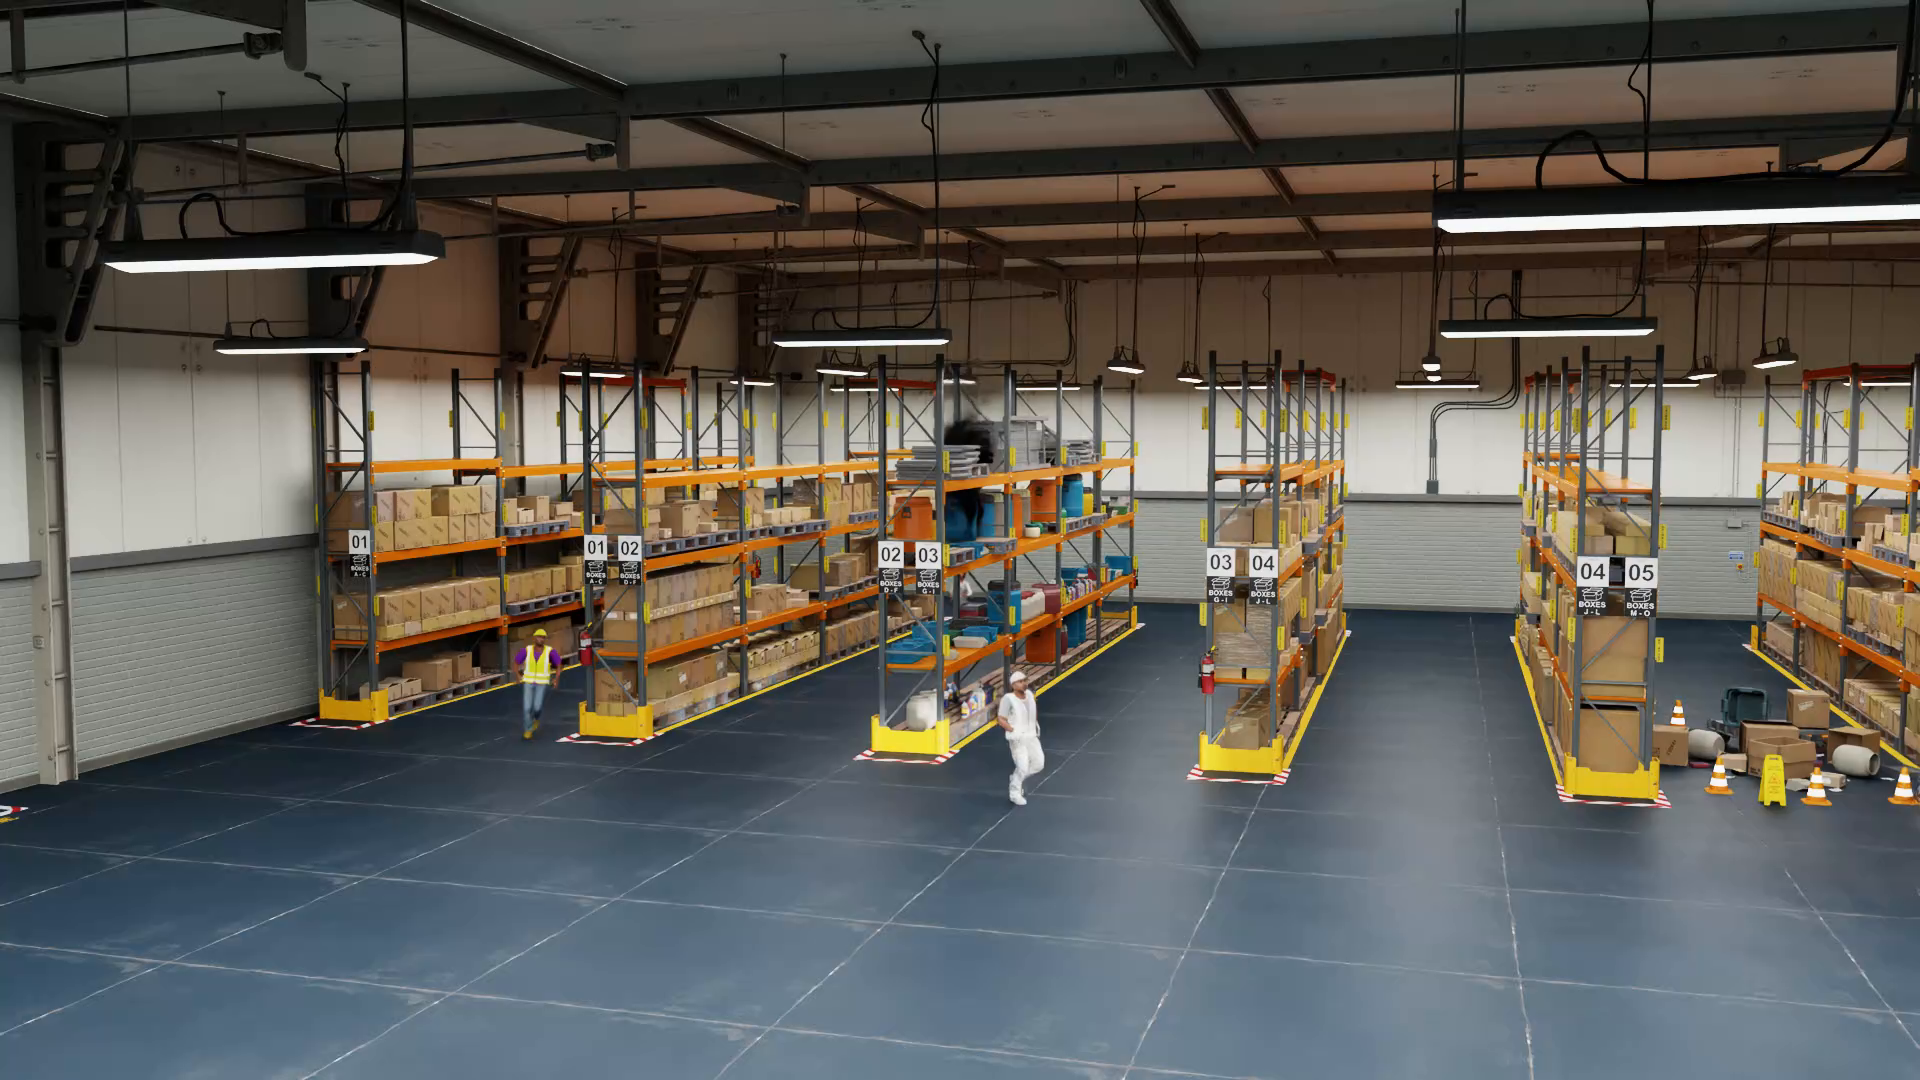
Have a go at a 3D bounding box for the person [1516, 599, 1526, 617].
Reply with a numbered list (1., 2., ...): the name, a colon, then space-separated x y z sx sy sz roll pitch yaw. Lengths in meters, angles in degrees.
1. person: 13.283 1.366 38.800 0.571 1.726 0.715 0 4 -3

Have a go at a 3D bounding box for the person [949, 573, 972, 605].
1. person: 0.008 1.483 38.189 0.547 1.571 0.822 1 4 9

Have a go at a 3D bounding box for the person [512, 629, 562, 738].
1. person: -6.707 2.268 26.359 0.772 1.716 0.529 -1 4 -10

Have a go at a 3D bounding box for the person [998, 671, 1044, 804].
1. person: 0.819 2.583 21.742 0.689 1.739 0.531 -3 5 -40
